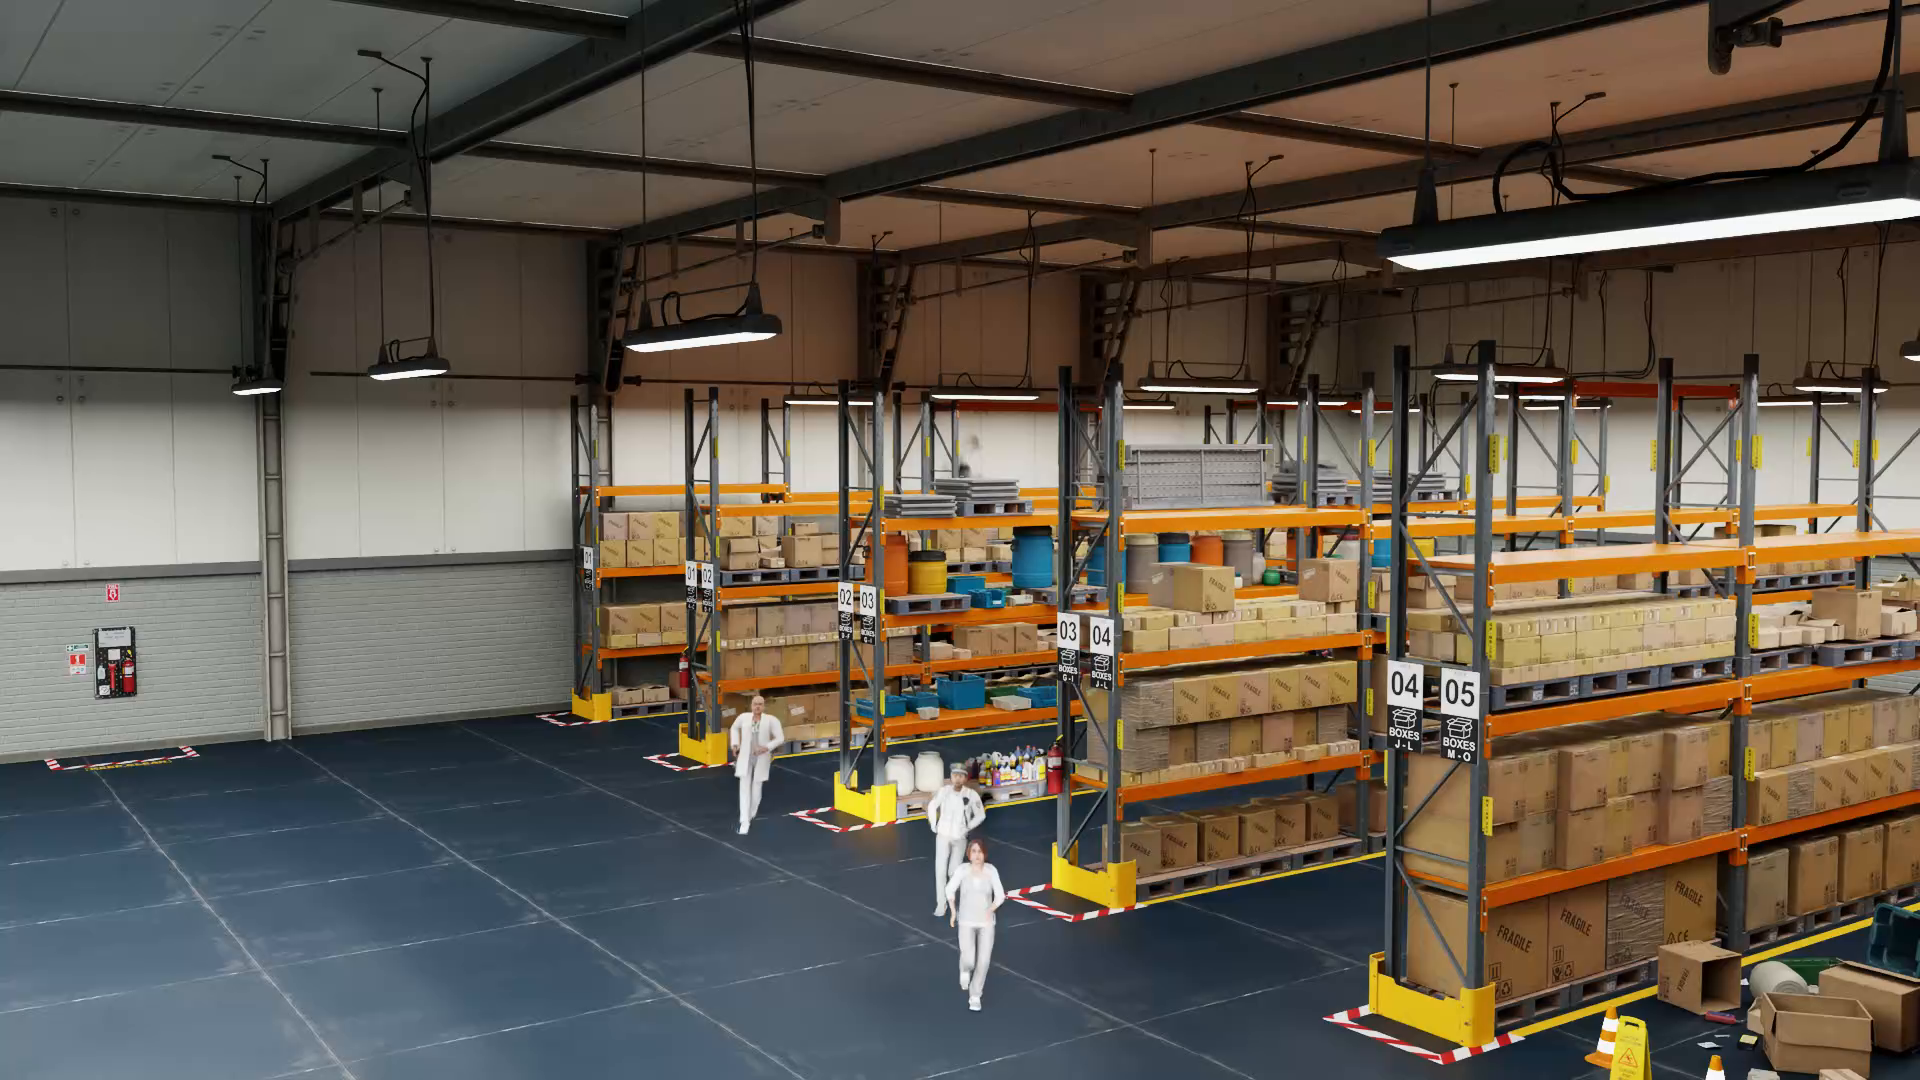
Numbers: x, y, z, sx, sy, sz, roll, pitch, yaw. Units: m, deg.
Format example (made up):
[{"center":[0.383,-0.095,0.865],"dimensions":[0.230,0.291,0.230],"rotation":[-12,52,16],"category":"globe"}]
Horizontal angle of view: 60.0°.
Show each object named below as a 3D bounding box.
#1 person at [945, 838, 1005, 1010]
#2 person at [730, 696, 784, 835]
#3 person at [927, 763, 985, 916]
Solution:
[{"center":[0.143,3.488,15.075],"dimensions":[0.533,1.538,0.544],"rotation":[0,3,-4],"category":"person"},{"center":[-2.712,2.958,22.222],"dimensions":[0.738,1.782,0.985],"rotation":[0,3,-1],"category":"person"},{"center":[-0.045,3.255,18.309],"dimensions":[0.658,1.664,0.644],"rotation":[1,4,13],"category":"person"}]
